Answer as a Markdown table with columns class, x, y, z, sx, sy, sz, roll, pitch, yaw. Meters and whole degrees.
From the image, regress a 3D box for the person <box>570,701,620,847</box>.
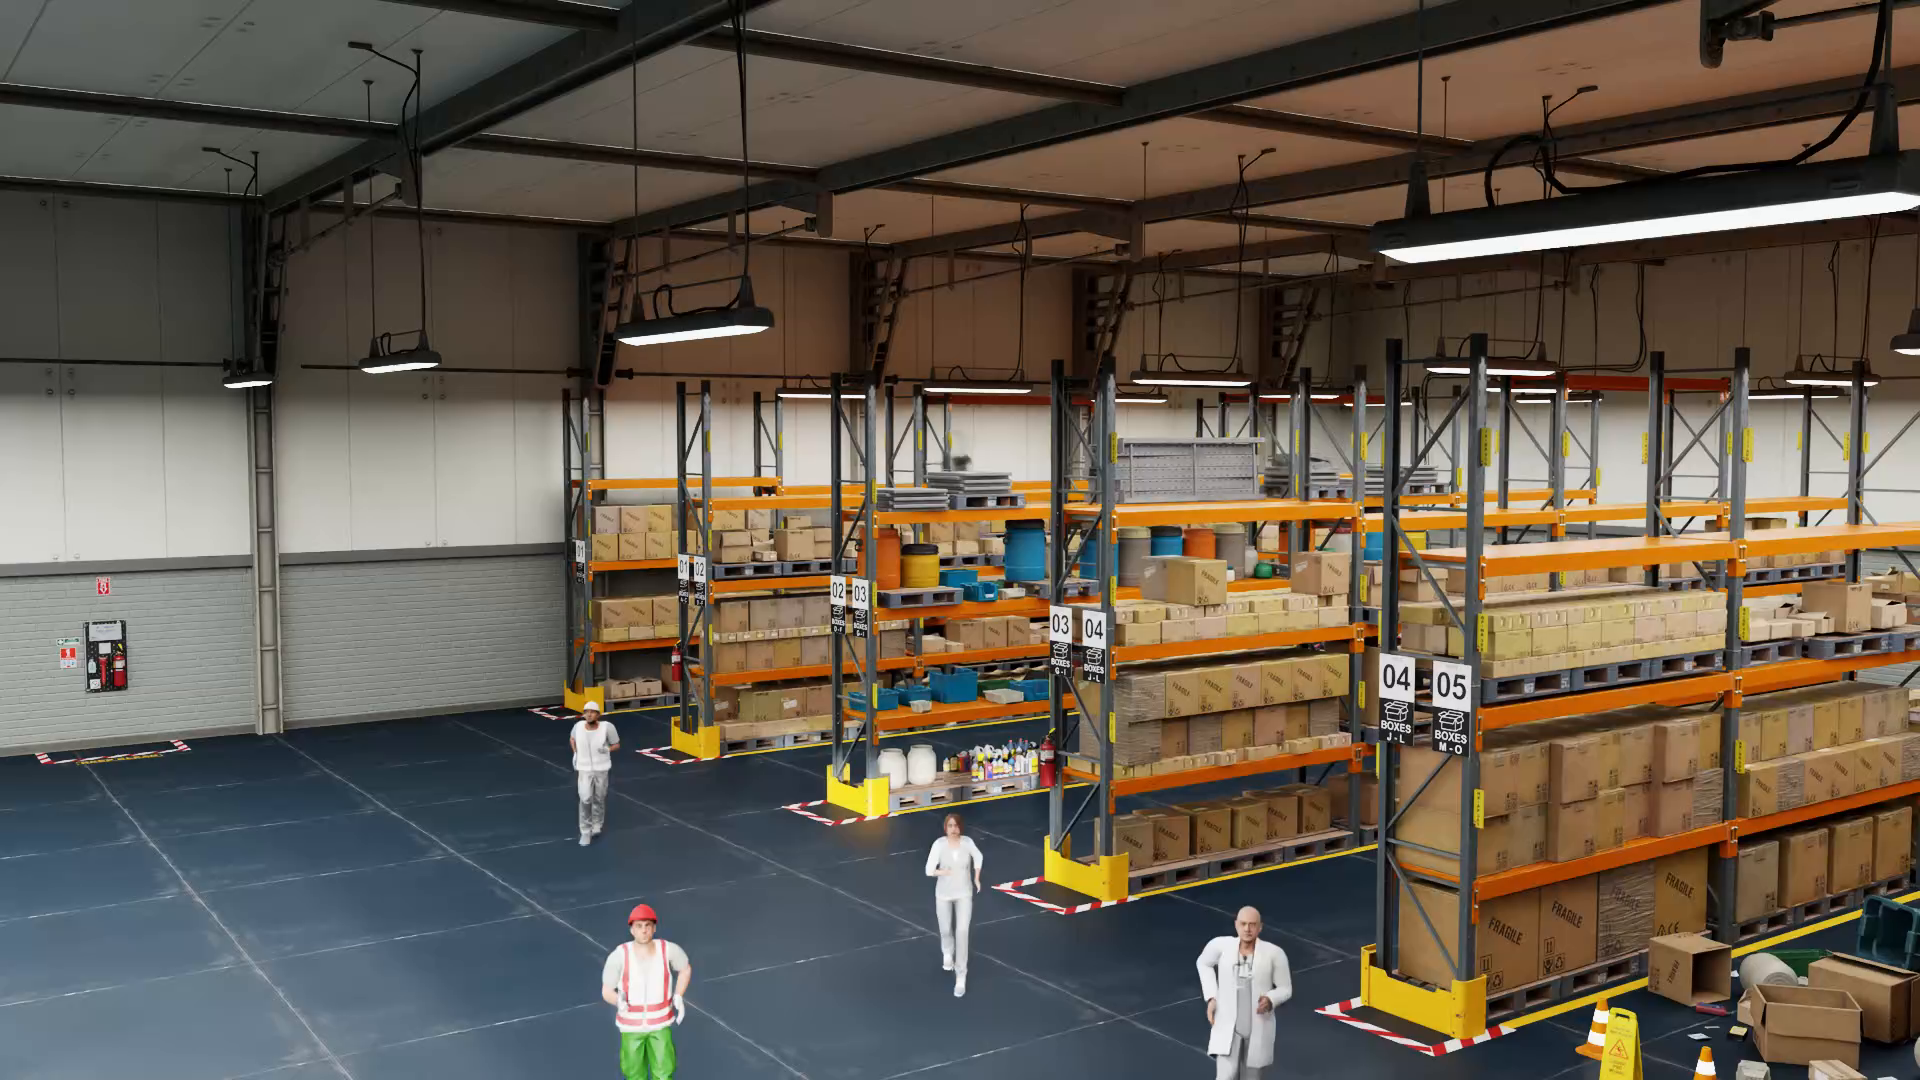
| class | x | y | z | sx | sy | sz | roll | pitch | yaw |
| --- | --- | --- | --- | --- | --- | --- | --- | --- | --- |
| person | -4.610 | 2.944 | 20.998 | 0.644 | 1.843 | 0.762 | -1 | 4 | -8 |

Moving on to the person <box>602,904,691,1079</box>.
| class | x | y | z | sx | sy | sz | roll | pitch | yaw |
| --- | --- | --- | --- | --- | --- | --- | --- | --- | --- |
| person | -2.236 | 3.512 | 11.896 | 0.634 | 1.786 | 0.645 | -1 | 4 | -10 |

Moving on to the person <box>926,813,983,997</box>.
| class | x | y | z | sx | sy | sz | roll | pitch | yaw |
| --- | --- | --- | --- | --- | --- | --- | --- | --- | --- |
| person | -0.054 | 3.344 | 15.554 | 0.529 | 1.607 | 0.851 | 0 | 4 | 1 |

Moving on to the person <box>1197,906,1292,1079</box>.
| class | x | y | z | sx | sy | sz | roll | pitch | yaw |
| --- | --- | --- | --- | --- | --- | --- | --- | --- | --- |
| person | 2.030 | 3.525 | 11.902 | 0.679 | 1.818 | 0.803 | 1 | 4 | 10 |

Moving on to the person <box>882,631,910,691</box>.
| class | x | y | z | sx | sy | sz | roll | pitch | yaw |
| --- | --- | --- | --- | --- | --- | --- | --- | --- | --- |
| person | -1.279 | 2.281 | 31.362 | 0.613 | 1.741 | 0.696 | -3 | 5 | -38 |
